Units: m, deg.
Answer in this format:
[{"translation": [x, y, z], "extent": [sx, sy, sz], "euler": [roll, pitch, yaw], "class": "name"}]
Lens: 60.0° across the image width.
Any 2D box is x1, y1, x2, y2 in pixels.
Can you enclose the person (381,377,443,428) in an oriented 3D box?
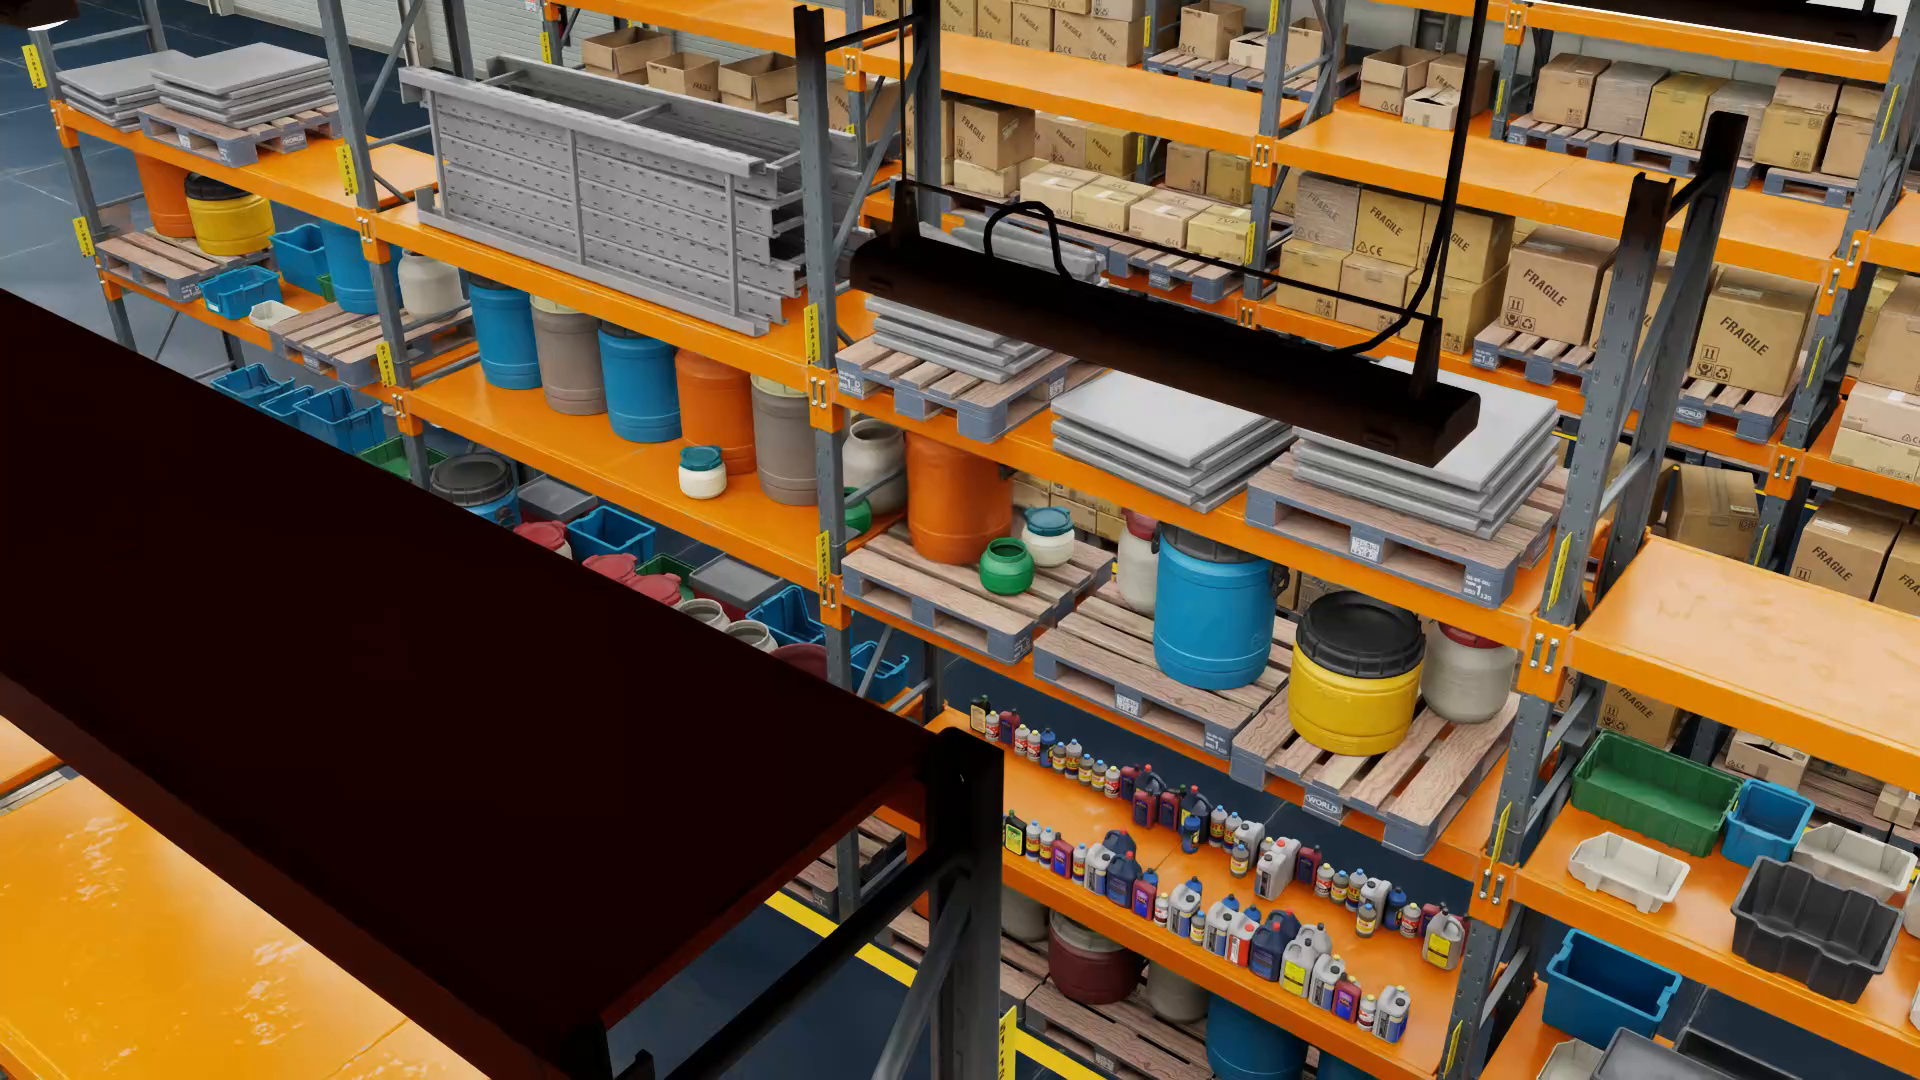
[{"translation": [-5.573, -1.950, 16.785], "extent": [0.945, 1.708, 0.571], "euler": [-1, 31, -1], "class": "person"}]
